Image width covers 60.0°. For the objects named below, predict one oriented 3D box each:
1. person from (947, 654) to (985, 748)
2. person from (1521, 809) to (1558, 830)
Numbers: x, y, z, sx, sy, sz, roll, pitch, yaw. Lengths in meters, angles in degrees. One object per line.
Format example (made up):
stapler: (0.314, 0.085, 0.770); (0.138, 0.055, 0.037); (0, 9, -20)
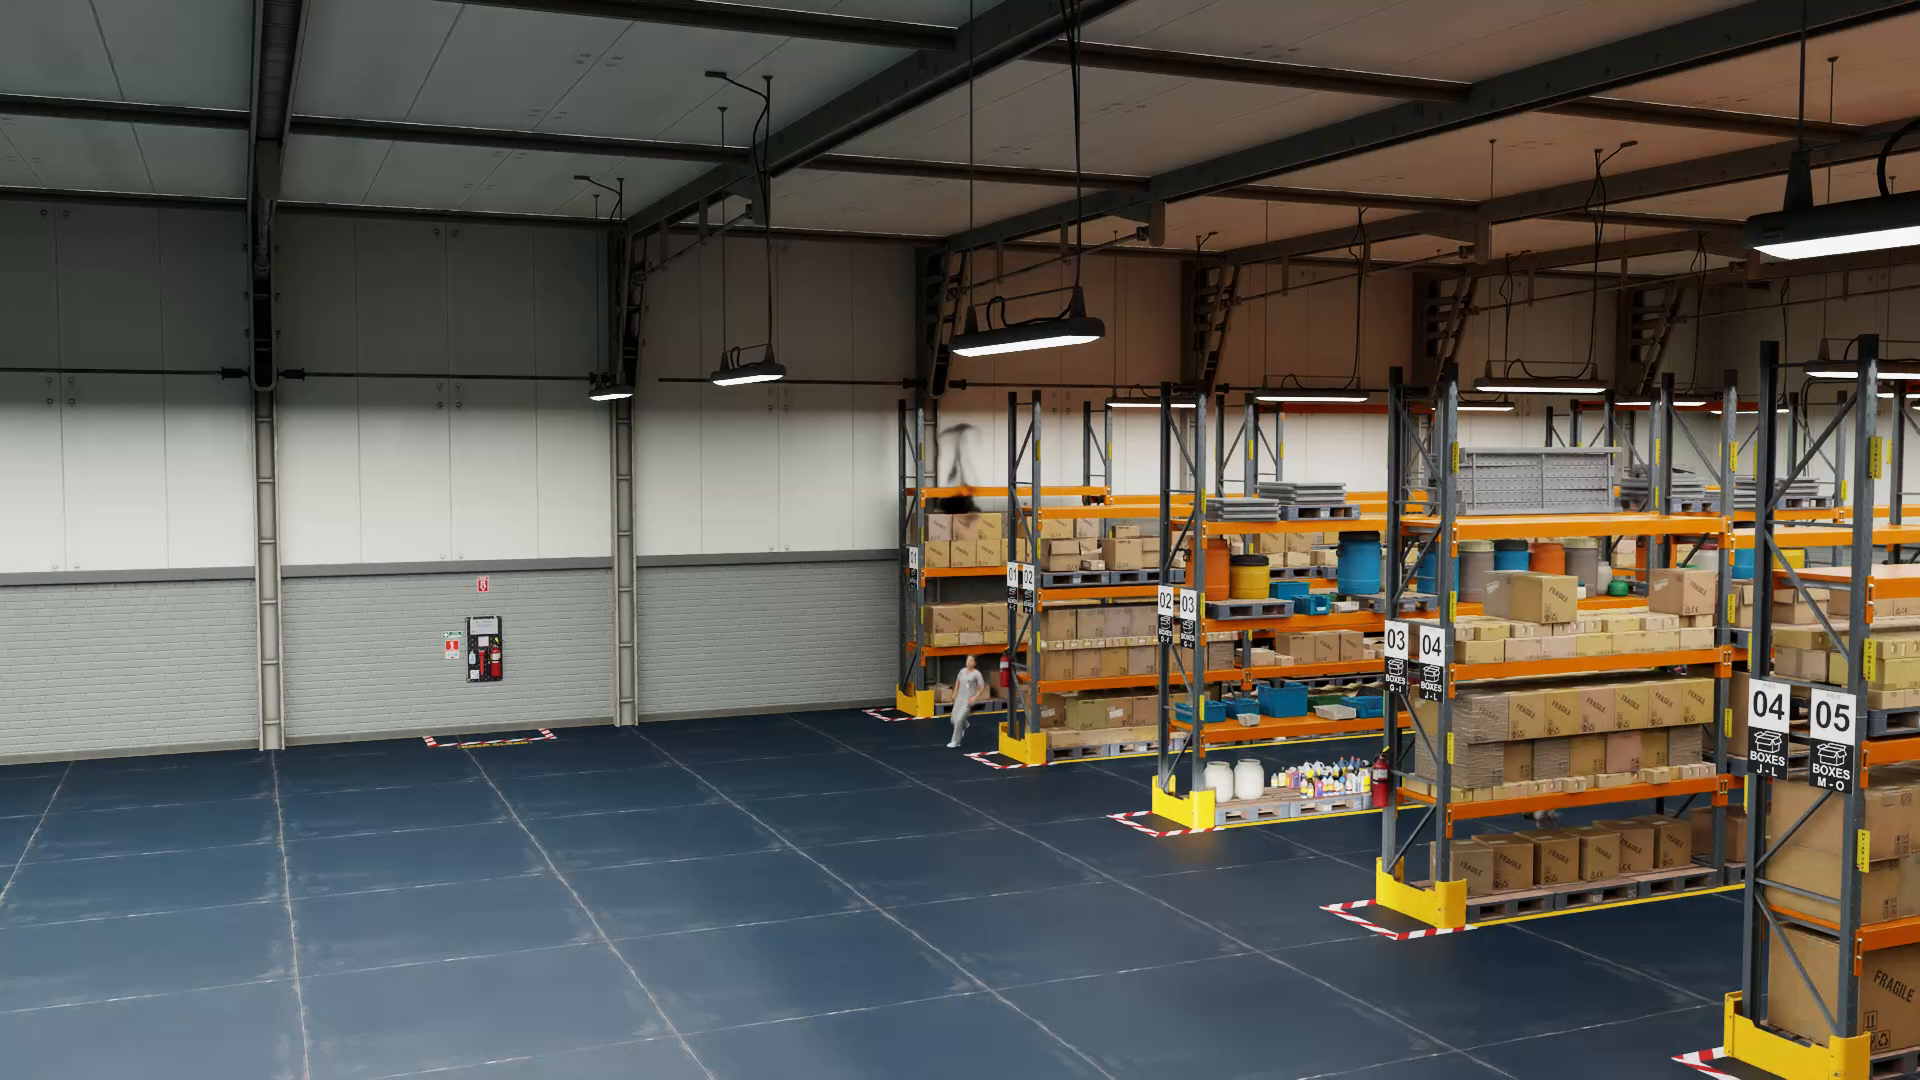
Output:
person: (0.143, 2.714, 28.142); (0.593, 1.595, 0.545); (2, 4, 32)
person: (7.296, 3.106, 20.961); (0.735, 1.685, 0.690); (-2, 4, -31)
